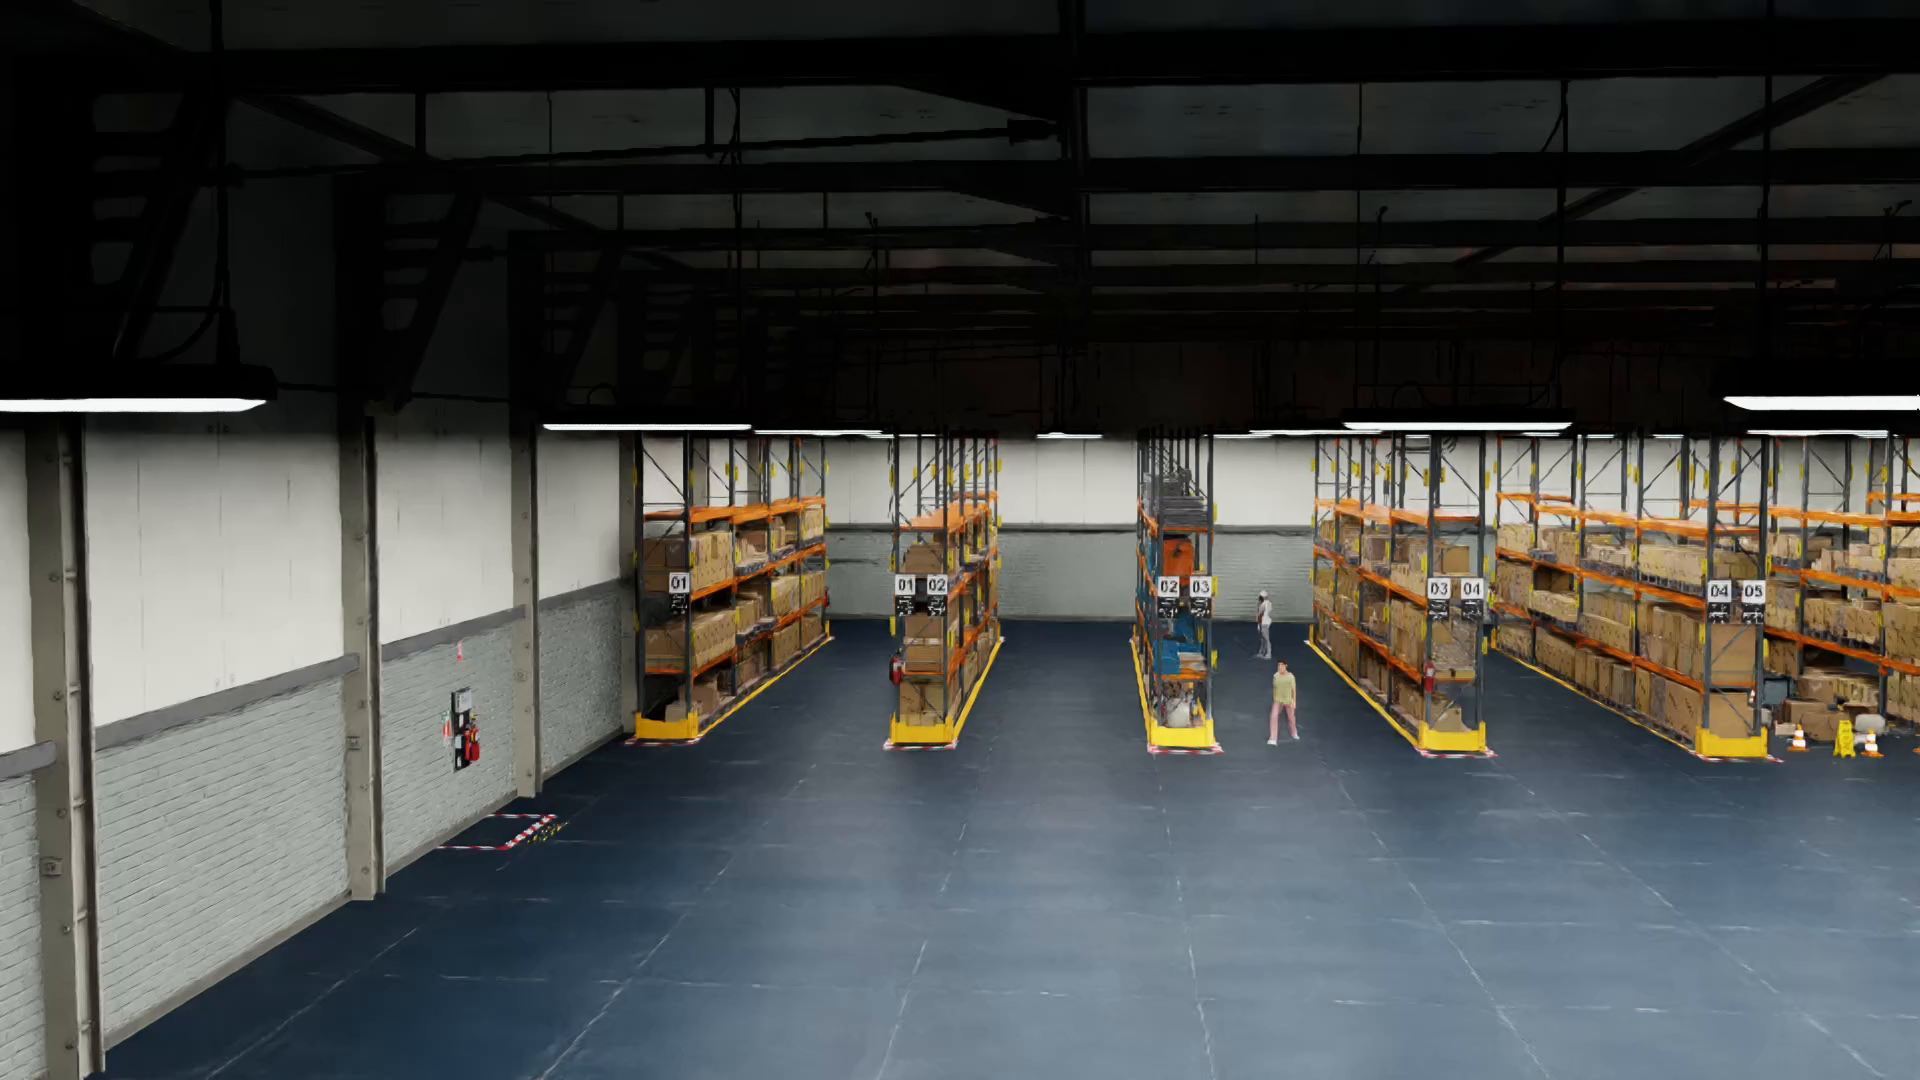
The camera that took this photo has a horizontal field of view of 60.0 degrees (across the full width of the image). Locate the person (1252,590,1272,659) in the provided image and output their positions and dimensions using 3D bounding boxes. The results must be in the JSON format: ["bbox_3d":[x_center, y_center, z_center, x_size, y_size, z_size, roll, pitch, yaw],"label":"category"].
[{"bbox_3d":[7.921,2.204,43.565,0.595,1.778,0.683,1,4,23],"label":"person"}]

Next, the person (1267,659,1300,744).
[{"bbox_3d":[6.115,3.031,31.372,0.479,1.612,0.958,2,4,26],"label":"person"}]

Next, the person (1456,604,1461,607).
[{"bbox_3d":[13.474,2.183,44.867,0.495,1.660,0.630,0,3,5],"label":"person"}]

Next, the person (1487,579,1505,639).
[{"bbox_3d":[15.307,1.981,47.490,0.395,1.760,0.660,-2,4,-27],"label":"person"}]
